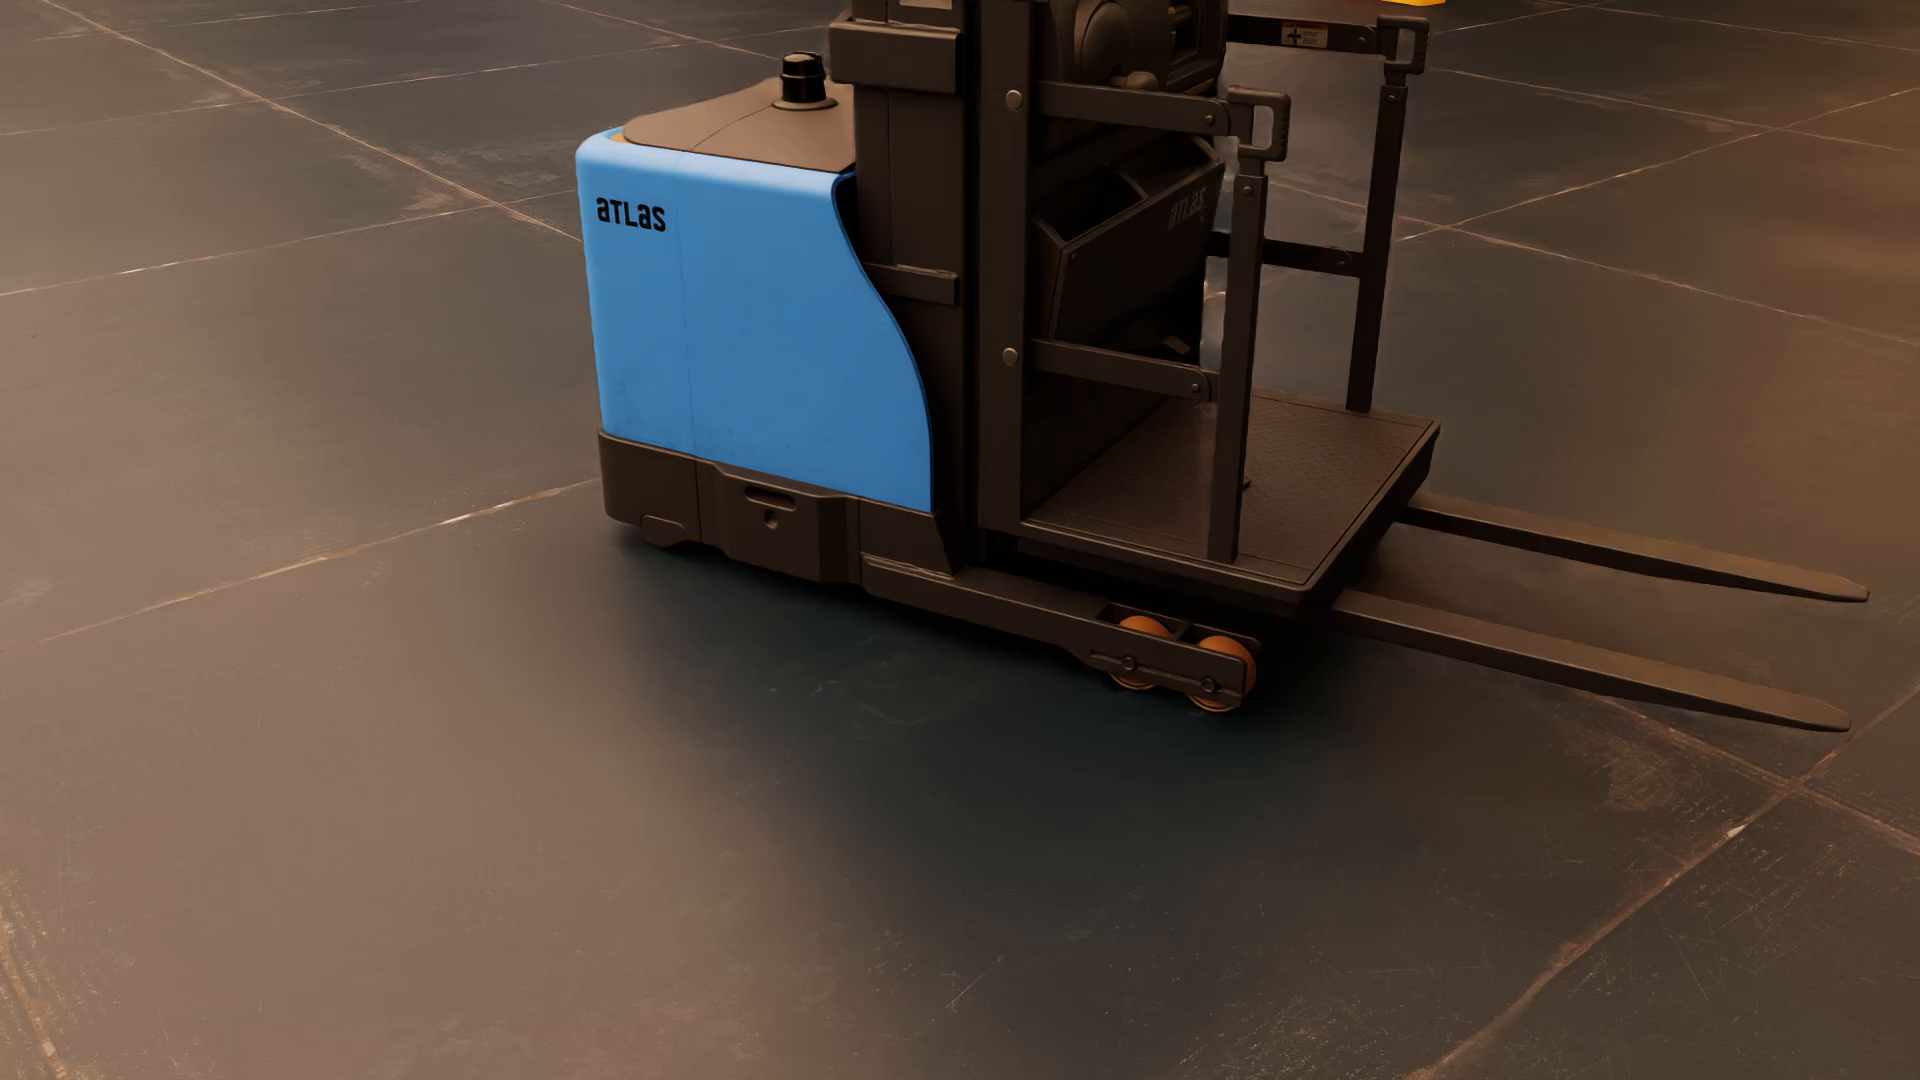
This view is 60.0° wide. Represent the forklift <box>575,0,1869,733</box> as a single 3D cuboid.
[{"bbox_3d":[0.576,-1.198,3.617,3.031,2.935,1.130,14,30,26],"label":"forklift"}]
